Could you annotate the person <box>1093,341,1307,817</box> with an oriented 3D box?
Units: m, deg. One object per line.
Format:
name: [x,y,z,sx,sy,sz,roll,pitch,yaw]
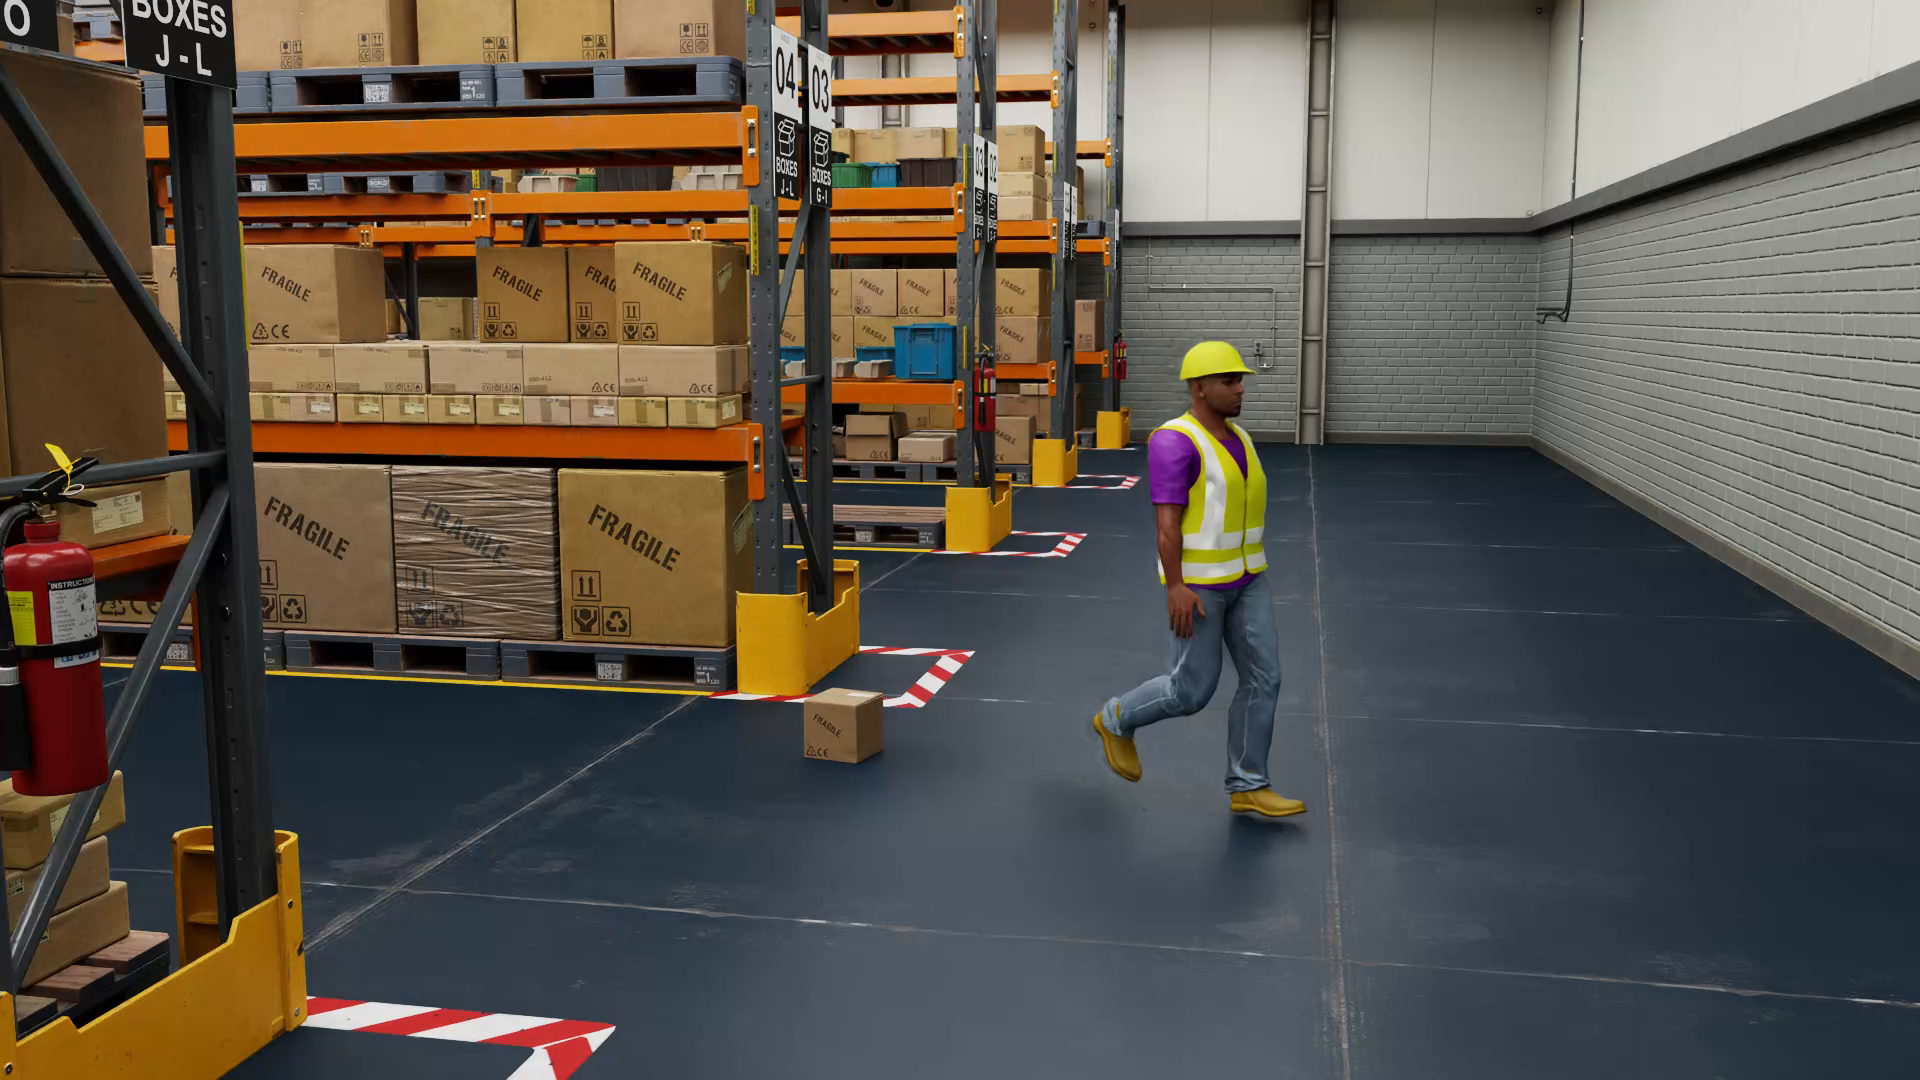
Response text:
person: [0.892,0.139,6.160,0.581,1.739,0.849,-7,10,-41]
